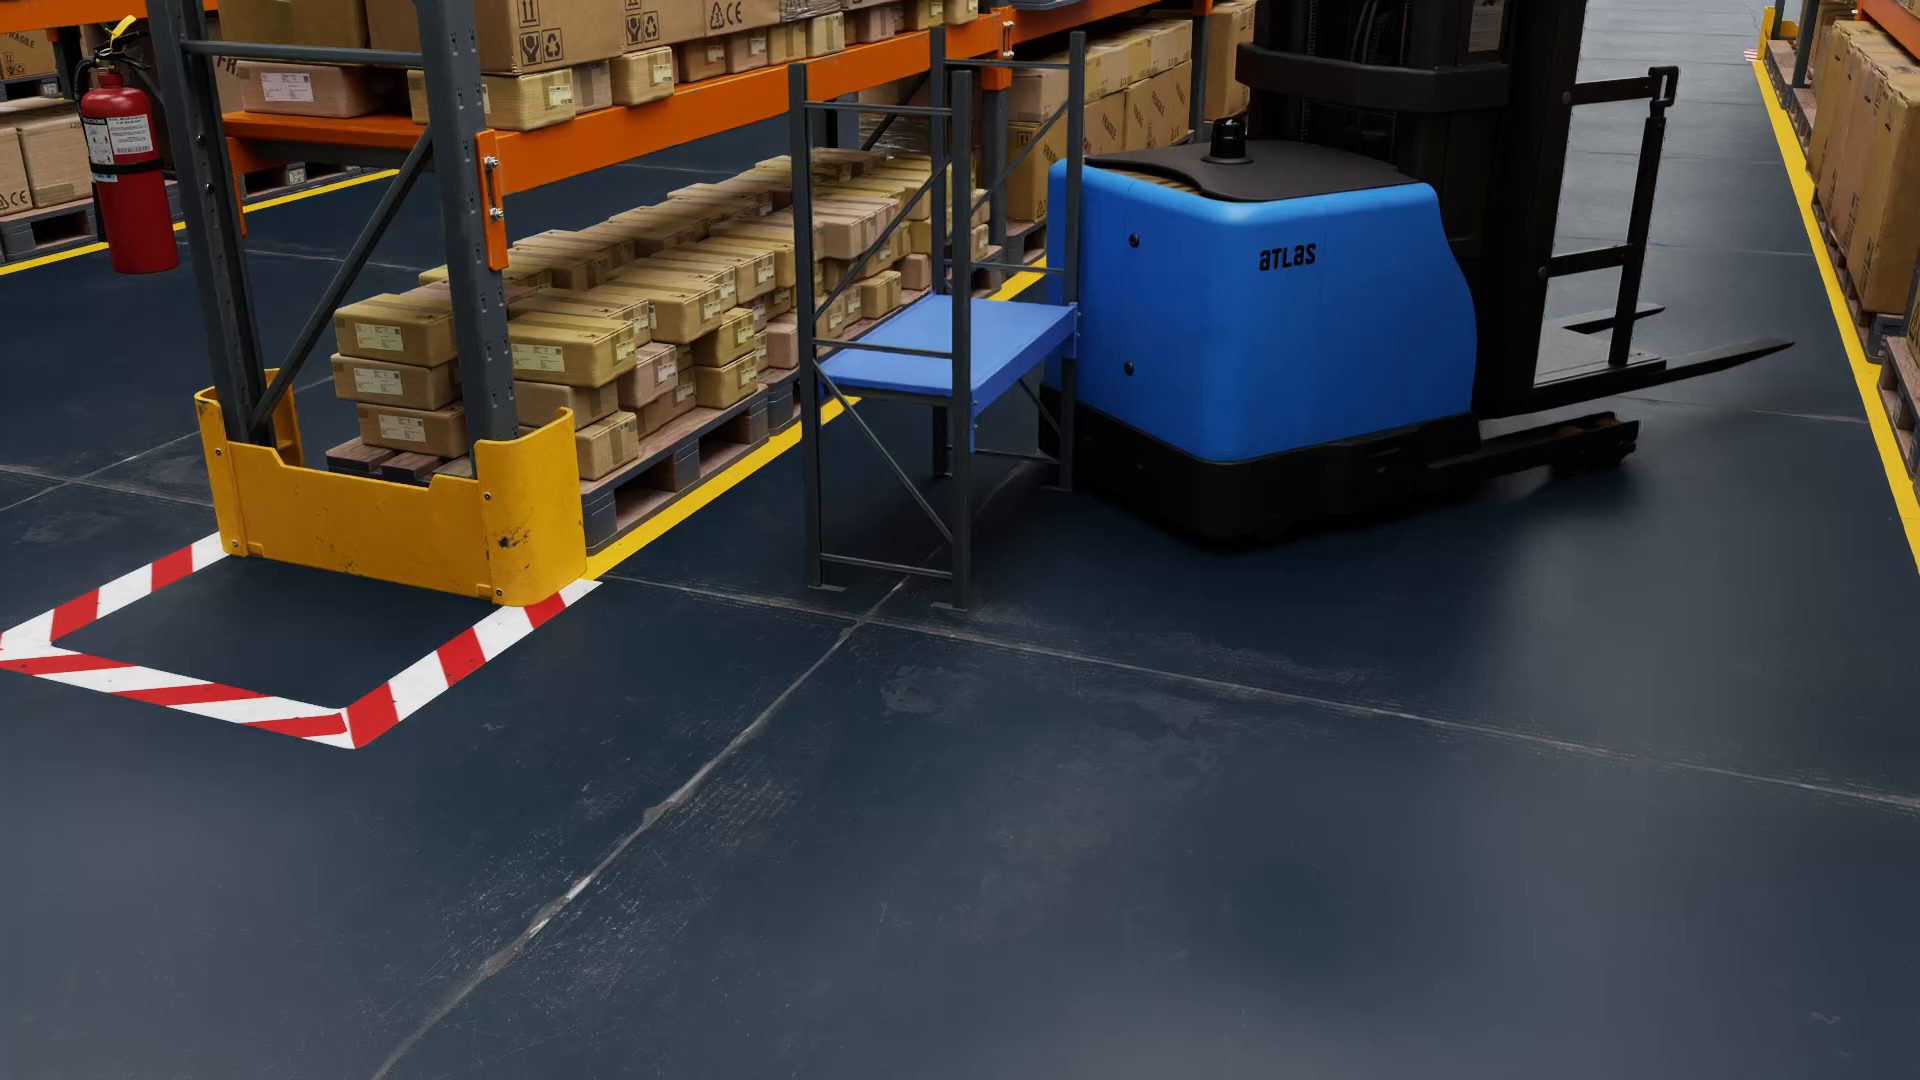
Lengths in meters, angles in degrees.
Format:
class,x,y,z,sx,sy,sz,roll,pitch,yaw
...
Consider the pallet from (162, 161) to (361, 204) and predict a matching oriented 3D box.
class,x,y,z,sx,sy,sz,roll,pitch,yaw
pallet,-4.673,-2.404,10.733,1.003,0.211,1.213,9,24,20

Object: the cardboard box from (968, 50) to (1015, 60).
class,x,y,z,sx,sy,sz,roll,pitch,yaw
cardboard box,-0.011,-2.603,9.315,0.500,0.250,0.500,10,25,23

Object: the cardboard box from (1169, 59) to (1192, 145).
class,x,y,z,sx,sy,sz,roll,pitch,yaw
cardboard box,1.228,-2.931,11.072,0.500,0.500,0.500,9,24,20

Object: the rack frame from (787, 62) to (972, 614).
class,x,y,z,sx,sy,sz,roll,pitch,yaw
rack frame,-0.210,-0.520,4.549,0.500,1.500,0.032,8,24,19

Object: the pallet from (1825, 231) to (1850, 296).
class,x,y,z,sx,sy,sz,roll,pitch,yaw
pallet,4.979,-1.424,8.385,1.003,0.211,1.213,9,24,20

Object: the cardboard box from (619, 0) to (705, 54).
class,x,y,z,sx,sy,sz,roll,pitch,yaw
cardboard box,-1.144,-1.800,5.152,0.500,0.500,0.500,9,24,20

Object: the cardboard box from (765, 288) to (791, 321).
class,x,y,z,sx,sy,sz,roll,pitch,yaw
cardboard box,-0.878,-0.945,6.388,0.380,0.149,0.250,10,25,23

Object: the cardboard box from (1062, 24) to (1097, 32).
class,x,y,z,sx,sy,sz,roll,pitch,yaw
cardboard box,0.560,-3.156,10.639,0.500,0.250,0.500,8,24,19

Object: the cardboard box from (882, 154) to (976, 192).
class,x,y,z,sx,sy,sz,roll,pitch,yaw
cardboard box,-0.147,-1.720,7.858,0.380,0.149,0.250,9,24,22

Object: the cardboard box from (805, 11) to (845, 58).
class,x,y,z,sx,sy,sz,roll,pitch,yaw
cardboard box,-0.659,-1.910,6.258,0.380,0.149,0.250,9,24,21

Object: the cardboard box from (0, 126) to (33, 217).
class,x,y,z,sx,sy,sz,roll,pitch,yaw
cardboard box,-5.555,-1.886,8.653,0.875,0.438,0.875,8,24,18

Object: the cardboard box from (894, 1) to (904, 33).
class,x,y,z,sx,sy,sz,roll,pitch,yaw
cardboard box,-0.454,-2.203,6.958,0.380,0.149,0.250,8,24,19

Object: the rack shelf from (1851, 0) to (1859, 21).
class,x,y,z,sx,sy,sz,roll,pitch,yaw
rack shelf,6.540,-3.801,11.390,1.077,0.370,4.000,9,24,20

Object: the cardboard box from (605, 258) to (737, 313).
class,x,y,z,sx,sy,sz,roll,pitch,yaw
cardboard box,-1.014,-0.880,5.848,0.380,0.149,0.250,8,24,17

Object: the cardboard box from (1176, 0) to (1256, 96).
class,x,y,z,sx,sy,sz,roll,pitch,yaw
cardboard box,1.861,-3.837,12.919,1.050,0.750,0.750,9,24,21

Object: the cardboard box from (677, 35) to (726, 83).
class,x,y,z,sx,sy,sz,roll,pitch,yaw
cardboard box,-1.019,-1.645,5.622,0.380,0.149,0.250,9,24,20

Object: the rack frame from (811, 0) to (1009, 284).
class,x,y,z,sx,sy,sz,roll,pitch,yaw
rack frame,-0.256,-2.732,7.898,1.000,3.000,0.127,9,24,20

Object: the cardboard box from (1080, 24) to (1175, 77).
class,x,y,z,sx,sy,sz,roll,pitch,yaw
cardboard box,1.041,-3.085,10.469,0.500,0.250,0.500,9,24,21

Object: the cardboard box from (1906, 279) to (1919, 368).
class,x,y,z,sx,sy,sz,roll,pitch,yaw
cardboard box,3.992,-0.974,5.902,0.875,0.875,0.875,9,24,20

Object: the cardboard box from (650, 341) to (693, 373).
class,x,y,z,sx,sy,sz,roll,pitch,yaw
cardboard box,-1.146,-0.657,5.699,0.380,0.149,0.250,9,24,21

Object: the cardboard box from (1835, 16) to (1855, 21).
class,x,y,z,sx,sy,sz,roll,pitch,yaw
cardboard box,7.468,-4.026,13.695,0.500,0.500,0.500,8,24,18

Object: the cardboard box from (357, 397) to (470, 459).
class,x,y,z,sx,sy,sz,roll,pitch,yaw
cardboard box,-1.740,-0.397,5.462,0.380,0.149,0.250,9,24,21

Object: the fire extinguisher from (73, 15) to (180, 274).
class,x,y,z,sx,sy,sz,roll,pitch,yaw
fire extinguisher,-2.264,-1.068,4.500,0.296,0.674,0.183,9,24,20

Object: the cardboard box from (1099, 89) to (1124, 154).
class,x,y,z,sx,sy,sz,roll,pitch,yaw
cardboard box,0.641,-2.378,9.748,0.500,0.500,0.500,9,24,21

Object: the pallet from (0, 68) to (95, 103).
class,x,y,z,sx,sy,sz,roll,pitch,yaw
pallet,-8.326,-3.996,14.544,1.003,0.211,1.213,9,24,20

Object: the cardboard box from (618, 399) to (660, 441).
class,x,y,z,sx,sy,sz,roll,pitch,yaw
cardboard box,-1.229,-0.426,5.531,0.380,0.149,0.250,9,24,20

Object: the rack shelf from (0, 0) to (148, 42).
class,x,y,z,sx,sy,sz,roll,pitch,yaw
rack shelf,-5.633,-2.357,7.933,1.077,0.370,4.000,9,24,20

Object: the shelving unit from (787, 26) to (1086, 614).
class,x,y,z,sx,sy,sz,roll,pitch,yaw
shelving unit,-0.033,-0.703,4.988,0.538,1.500,1.048,8,24,19

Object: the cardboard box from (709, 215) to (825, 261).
class,x,y,z,sx,sy,sz,roll,pitch,yaw
cardboard box,-0.757,-1.169,6.540,0.380,0.149,0.250,9,24,20

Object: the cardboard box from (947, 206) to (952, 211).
class,x,y,z,sx,sy,sz,roll,pitch,yaw
cardboard box,-0.167,-1.490,7.694,0.380,0.149,0.250,8,24,18

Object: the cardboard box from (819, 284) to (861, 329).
class,x,y,z,sx,sy,sz,roll,pitch,yaw
cardboard box,-0.629,-0.967,6.827,0.380,0.149,0.250,9,24,21

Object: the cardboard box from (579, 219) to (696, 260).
class,x,y,z,sx,sy,sz,roll,pitch,yaw
cardboard box,-1.252,-1.138,6.464,0.380,0.149,0.250,8,24,18

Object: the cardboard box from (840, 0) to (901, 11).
class,x,y,z,sx,sy,sz,roll,pitch,yaw
cardboard box,-0.554,-2.338,6.440,0.500,0.500,0.500,9,24,20

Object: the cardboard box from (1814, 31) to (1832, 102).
class,x,y,z,sx,sy,sz,roll,pitch,yaw
cardboard box,6.840,-3.513,12.441,0.700,0.500,0.500,9,24,20

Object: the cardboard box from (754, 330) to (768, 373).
class,x,y,z,sx,sy,sz,roll,pitch,yaw
cardboard box,-0.940,-0.696,6.179,0.380,0.149,0.250,9,24,20

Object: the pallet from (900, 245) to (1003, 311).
class,x,y,z,sx,sy,sz,roll,pitch,yaw
pallet,-0.473,-1.200,7.848,1.003,0.211,1.213,9,24,20

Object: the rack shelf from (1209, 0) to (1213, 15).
class,x,y,z,sx,sy,sz,roll,pitch,yaw
rack shelf,1.972,-4.547,13.177,1.077,0.370,4.000,9,24,20

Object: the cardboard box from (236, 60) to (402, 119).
class,x,y,z,sx,sy,sz,roll,pitch,yaw
cardboard box,-1.884,-1.342,4.896,0.380,0.149,0.250,9,24,20

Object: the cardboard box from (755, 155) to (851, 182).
class,x,y,z,sx,sy,sz,roll,pitch,yaw
cardboard box,-0.734,-1.701,7.812,0.380,0.149,0.250,10,25,23

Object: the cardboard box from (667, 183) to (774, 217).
class,x,y,z,sx,sy,sz,roll,pitch,yaw
cardboard box,-1.028,-1.427,7.157,0.380,0.149,0.250,9,24,21

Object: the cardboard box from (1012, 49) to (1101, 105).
class,x,y,z,sx,sy,sz,roll,pitch,yaw
cardboard box,0.459,-2.536,9.154,0.500,0.250,0.500,9,24,22

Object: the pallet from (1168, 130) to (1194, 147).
class,x,y,z,sx,sy,sz,roll,pitch,yaw
pallet,0.938,-2.597,11.193,1.003,0.211,1.213,9,24,20

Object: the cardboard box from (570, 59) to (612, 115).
class,x,y,z,sx,sy,sz,roll,pitch,yaw
cardboard box,-1.261,-1.350,4.917,0.380,0.149,0.250,10,25,22

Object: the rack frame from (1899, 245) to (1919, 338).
class,x,y,z,sx,sy,sz,roll,pitch,yaw
rack frame,4.311,-1.985,6.112,1.000,3.000,0.127,9,24,20

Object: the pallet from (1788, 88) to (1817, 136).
class,x,y,z,sx,sy,sz,roll,pitch,yaw
pallet,6.995,-3.283,12.835,1.003,0.211,1.213,9,24,20

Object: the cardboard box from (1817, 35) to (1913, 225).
class,x,y,z,sx,sy,sz,roll,pitch,yaw
cardboard box,5.183,-2.068,8.522,1.225,0.875,0.875,9,24,20

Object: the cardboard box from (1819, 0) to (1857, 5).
class,x,y,z,sx,sy,sz,roll,pitch,yaw
cardboard box,8.081,-4.659,15.210,0.500,0.500,0.500,11,25,25

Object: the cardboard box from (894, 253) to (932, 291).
class,x,y,z,sx,sy,sz,roll,pitch,yaw
cardboard box,-0.298,-1.236,7.471,0.380,0.149,0.250,8,24,18

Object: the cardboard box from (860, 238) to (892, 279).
class,x,y,z,sx,sy,sz,roll,pitch,yaw
cardboard box,-0.511,-1.222,7.053,0.380,0.149,0.250,9,24,21

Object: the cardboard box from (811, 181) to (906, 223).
class,x,y,z,sx,sy,sz,roll,pitch,yaw
cardboard box,-0.460,-1.451,7.214,0.380,0.149,0.250,10,25,22

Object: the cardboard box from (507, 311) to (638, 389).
class,x,y,z,sx,sy,sz,roll,pitch,yaw
cardboard box,-1.232,-0.592,5.158,0.380,0.149,0.250,8,24,18

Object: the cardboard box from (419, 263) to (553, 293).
class,x,y,z,sx,sy,sz,roll,pitch,yaw
cardboard box,-1.656,-0.871,5.827,0.380,0.149,0.250,8,24,19

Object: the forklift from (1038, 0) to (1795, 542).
class,x,y,z,sx,sy,sz,roll,pitch,yaw
forklift,1.809,-1.745,5.626,3.031,2.935,1.130,-13,26,-28

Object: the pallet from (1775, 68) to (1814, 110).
class,x,y,z,sx,sy,sz,roll,pitch,yaw
pallet,7.499,-3.807,14.090,1.003,0.211,1.213,9,24,20
